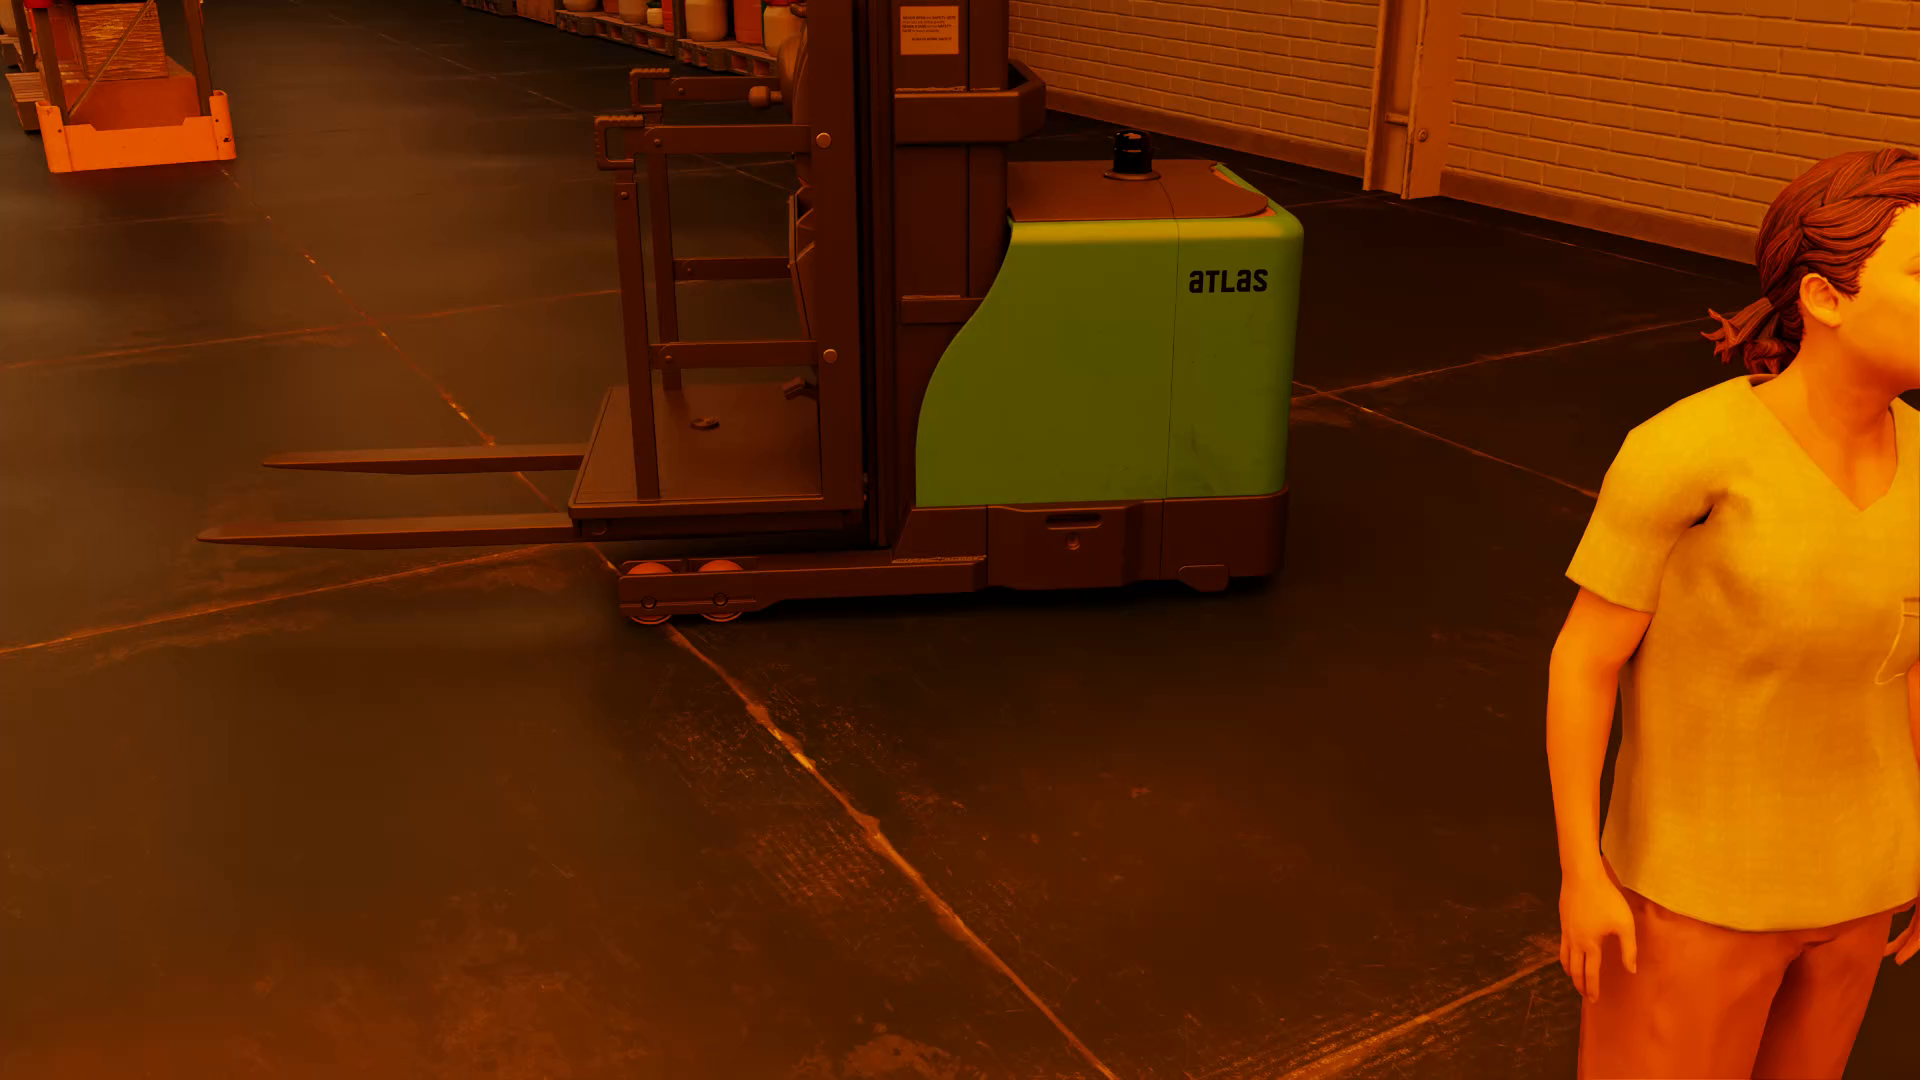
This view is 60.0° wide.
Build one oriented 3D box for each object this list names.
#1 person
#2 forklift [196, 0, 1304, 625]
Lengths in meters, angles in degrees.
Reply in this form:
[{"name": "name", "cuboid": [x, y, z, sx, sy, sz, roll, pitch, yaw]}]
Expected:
[{"name": "person", "cuboid": [0.931, 0.434, 1.865, 0.555, 1.663, 0.533, -6, 23, -14]}, {"name": "forklift", "cuboid": [-0.619, -1.334, 4.524, 3.031, 2.935, 1.130, -2, 22, -5]}]
